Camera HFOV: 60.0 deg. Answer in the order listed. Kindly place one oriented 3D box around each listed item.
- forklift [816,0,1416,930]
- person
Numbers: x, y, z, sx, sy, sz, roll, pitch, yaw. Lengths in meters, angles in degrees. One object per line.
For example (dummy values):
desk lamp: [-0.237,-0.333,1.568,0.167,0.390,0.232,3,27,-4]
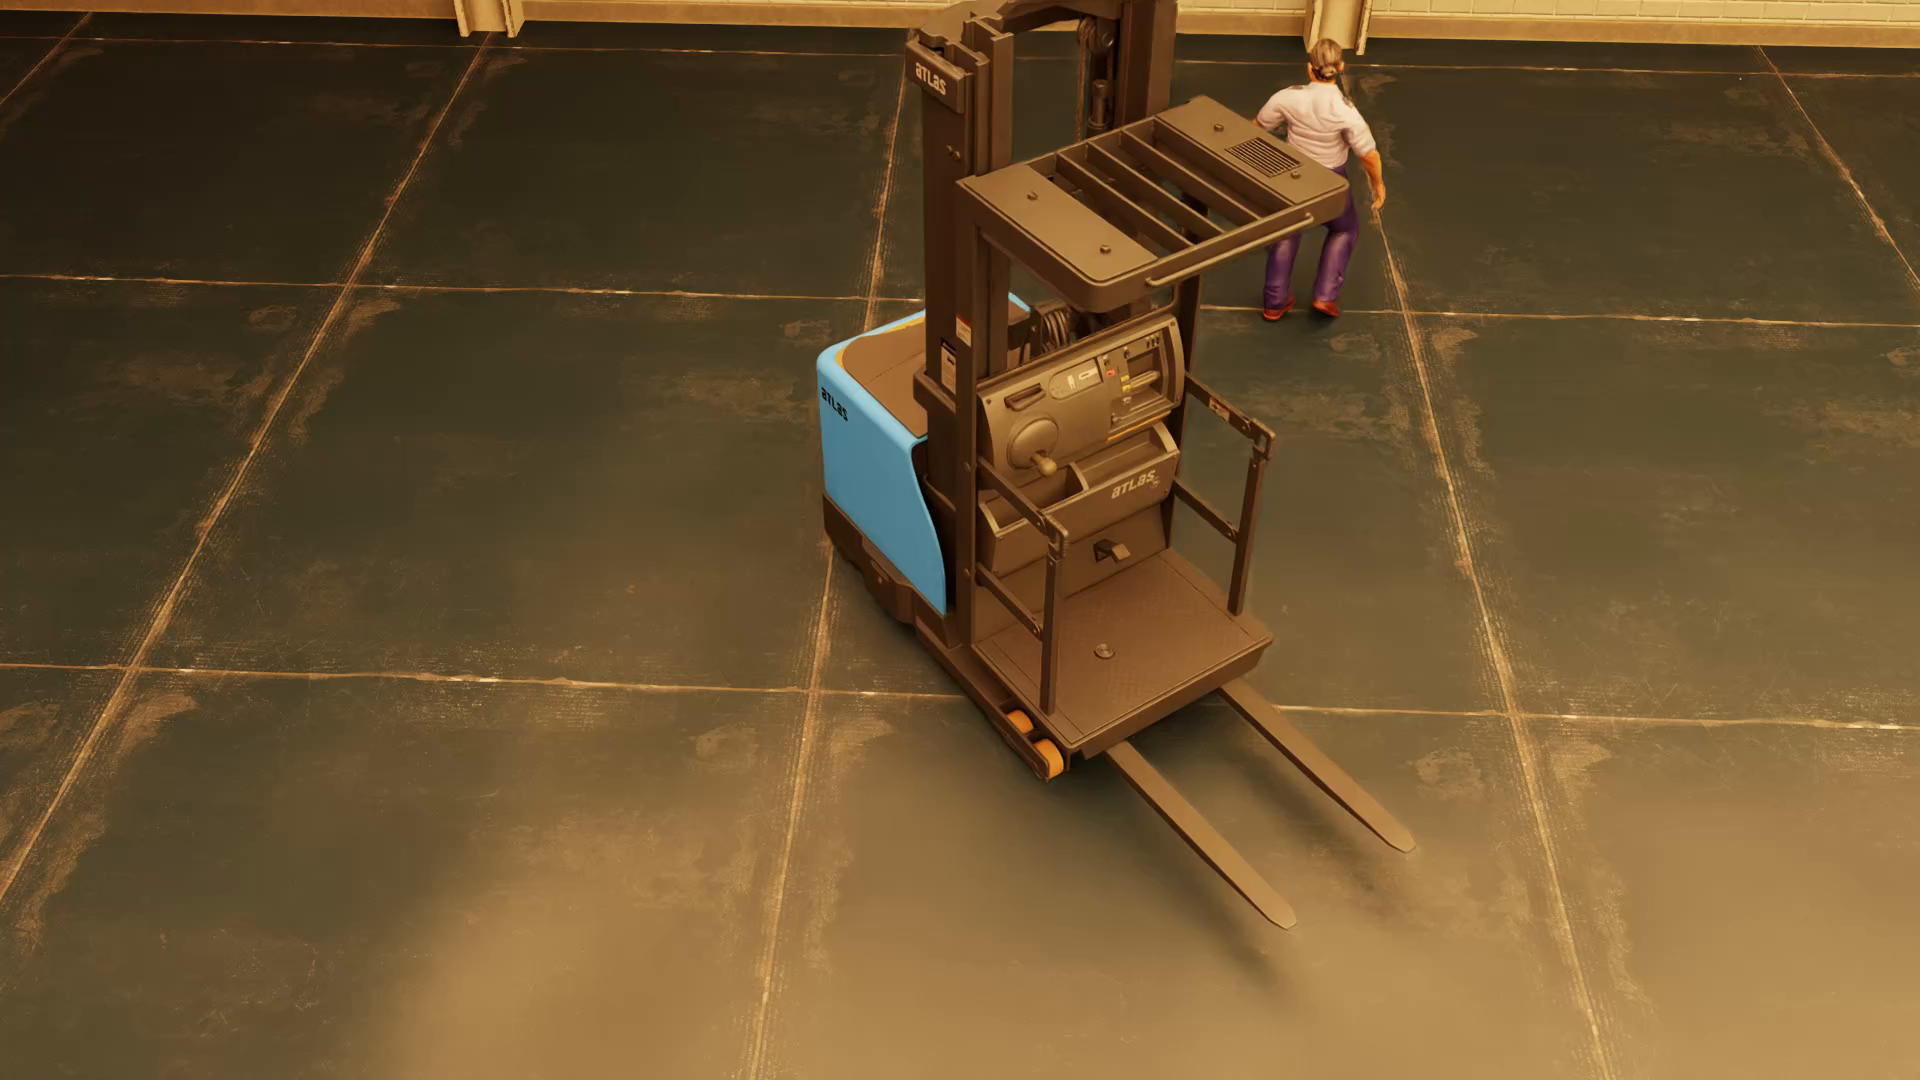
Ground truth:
forklift: [0.605,-0.472,6.259,1.130,2.935,3.031,-25,48,-25]
person: [1.839,-1.883,8.807,0.796,1.661,0.465,23,47,23]
